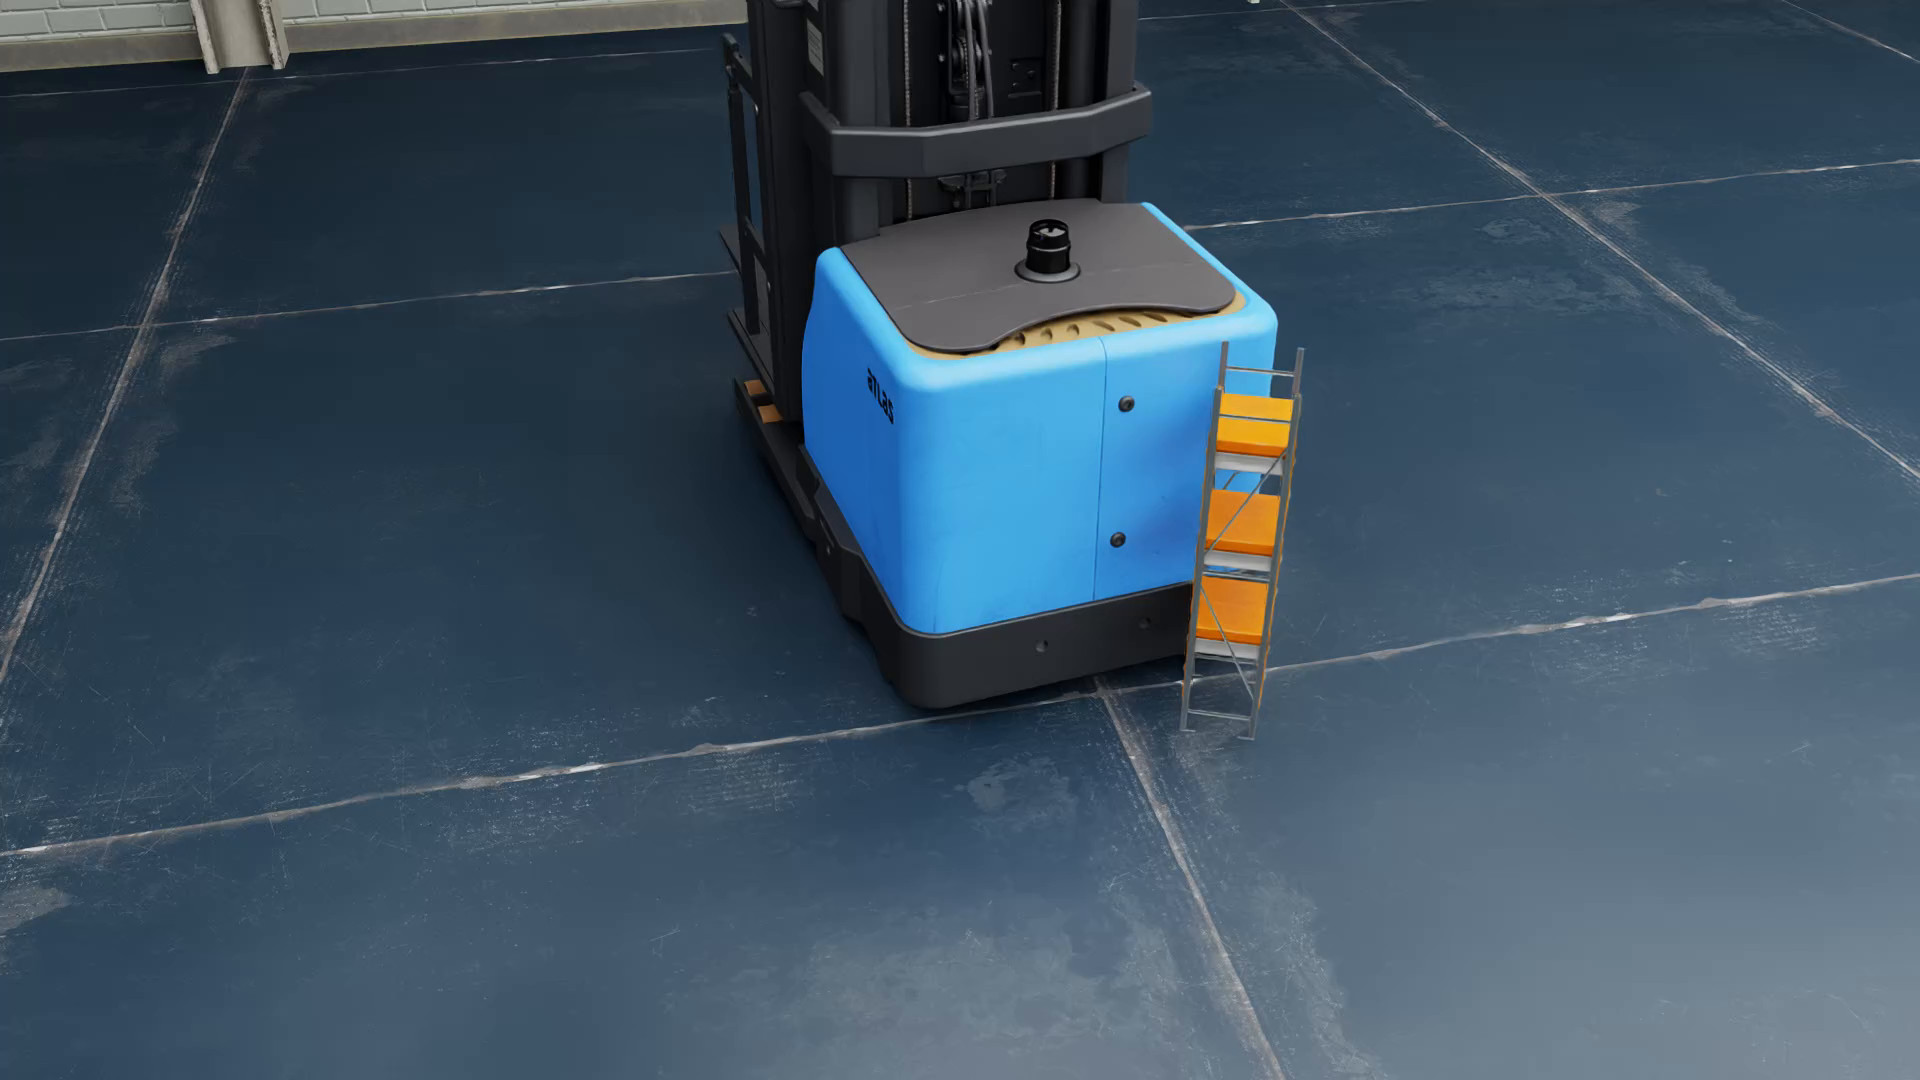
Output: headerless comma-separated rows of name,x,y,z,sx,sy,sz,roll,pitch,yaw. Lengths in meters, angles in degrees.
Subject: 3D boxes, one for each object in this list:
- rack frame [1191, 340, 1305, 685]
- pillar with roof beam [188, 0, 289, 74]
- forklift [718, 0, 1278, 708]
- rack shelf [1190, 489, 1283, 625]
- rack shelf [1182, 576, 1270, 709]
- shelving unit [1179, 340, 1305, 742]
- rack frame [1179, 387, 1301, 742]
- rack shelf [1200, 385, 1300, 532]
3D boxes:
rack frame,0.740,-0.043,4.371,0.200,1.050,0.008,7,34,9
pillar with roof beam,-2.975,-4.034,3.185,0.400,9.000,9.100,-7,35,-11
forklift,-0.149,-1.582,4.978,1.130,2.935,3.031,-11,35,-16
rack shelf,0.716,0.032,4.277,0.215,0.259,0.240,7,34,9
rack shelf,0.714,0.263,4.433,0.215,0.259,0.240,7,34,9
shelving unit,0.716,0.023,4.271,0.215,1.050,0.252,7,34,9
rack frame,0.692,0.090,4.172,0.200,1.050,0.008,7,34,9
rack shelf,0.718,-0.203,4.119,0.215,0.259,0.240,7,34,9
